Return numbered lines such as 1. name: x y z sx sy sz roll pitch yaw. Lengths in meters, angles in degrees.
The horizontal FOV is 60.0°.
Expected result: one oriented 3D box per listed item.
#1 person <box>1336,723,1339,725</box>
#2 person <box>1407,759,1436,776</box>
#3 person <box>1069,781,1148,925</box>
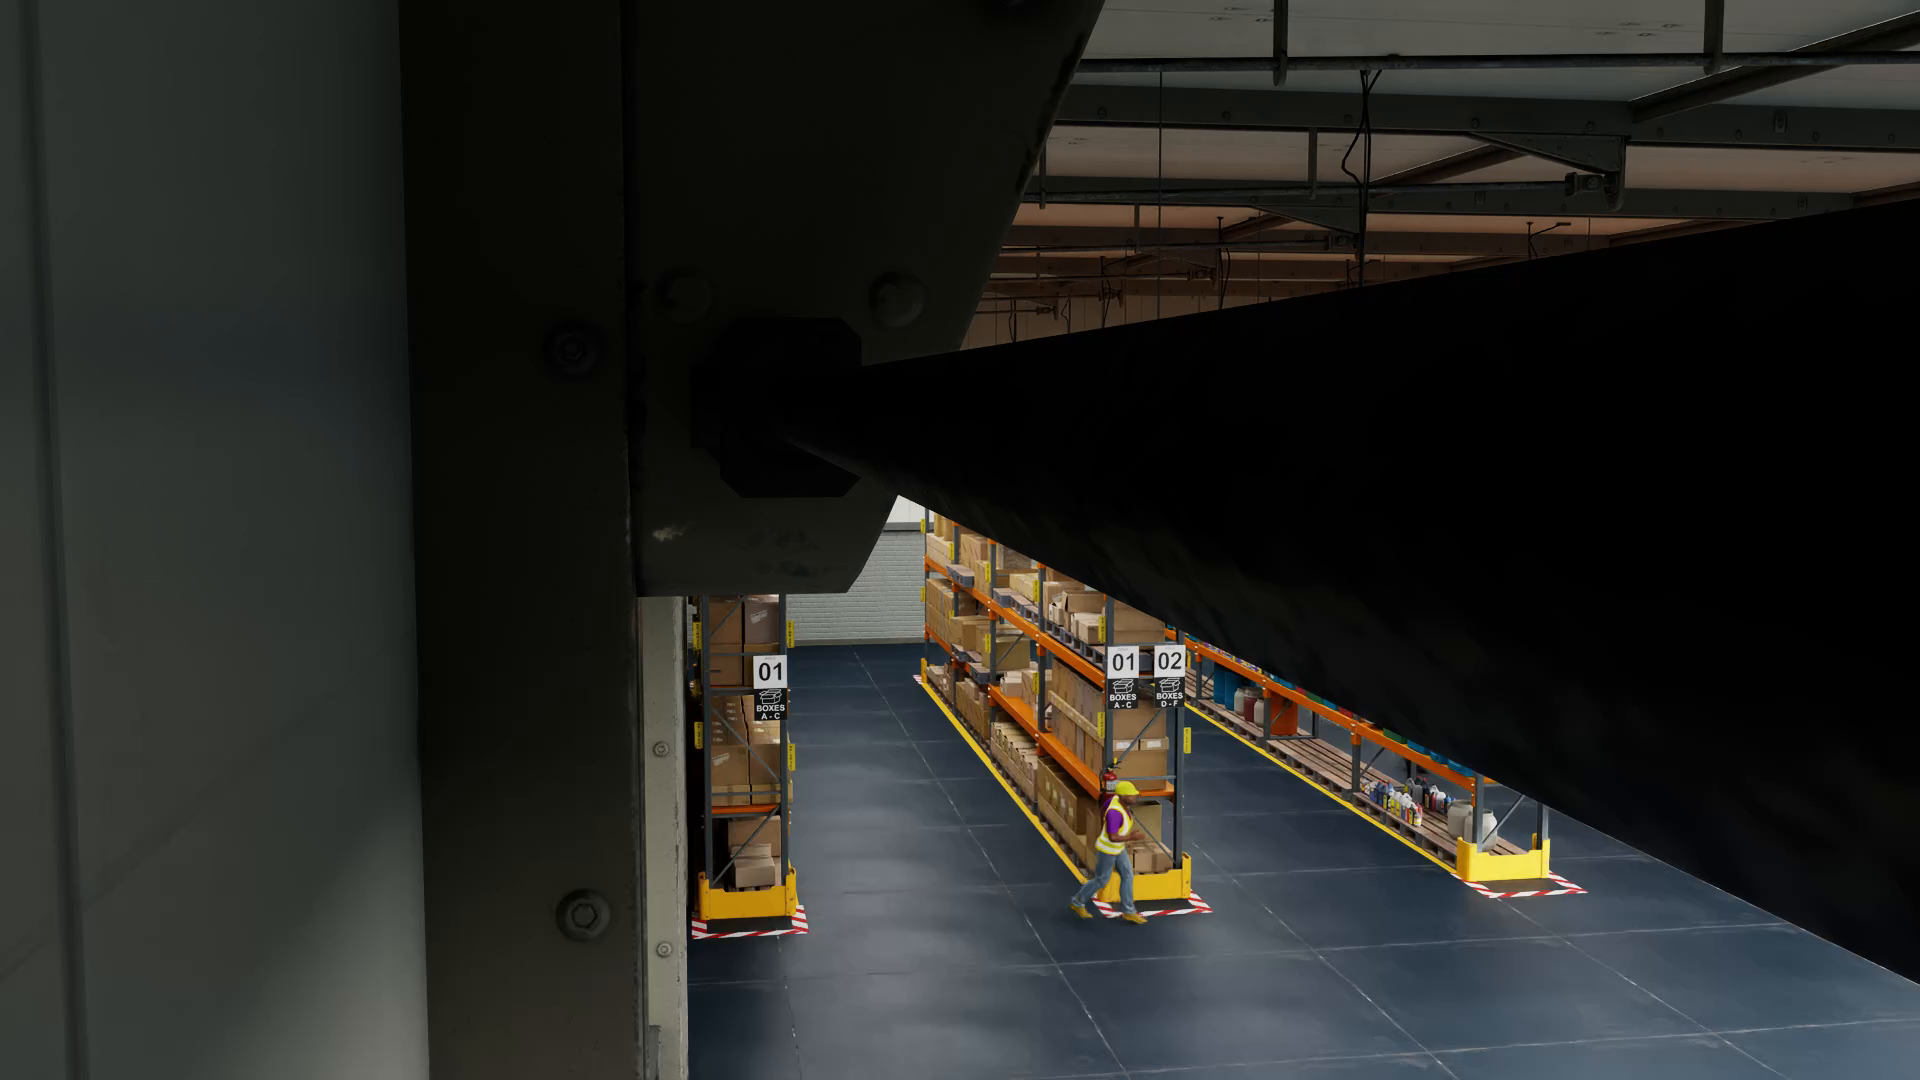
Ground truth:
1. person: 7.311 2.858 31.195 0.542 1.425 0.999 -1 5 -8
2. person: 7.742 3.088 27.645 0.779 1.668 0.662 4 7 40
3. person: 1.779 3.721 19.801 0.982 1.757 0.624 2 5 24
